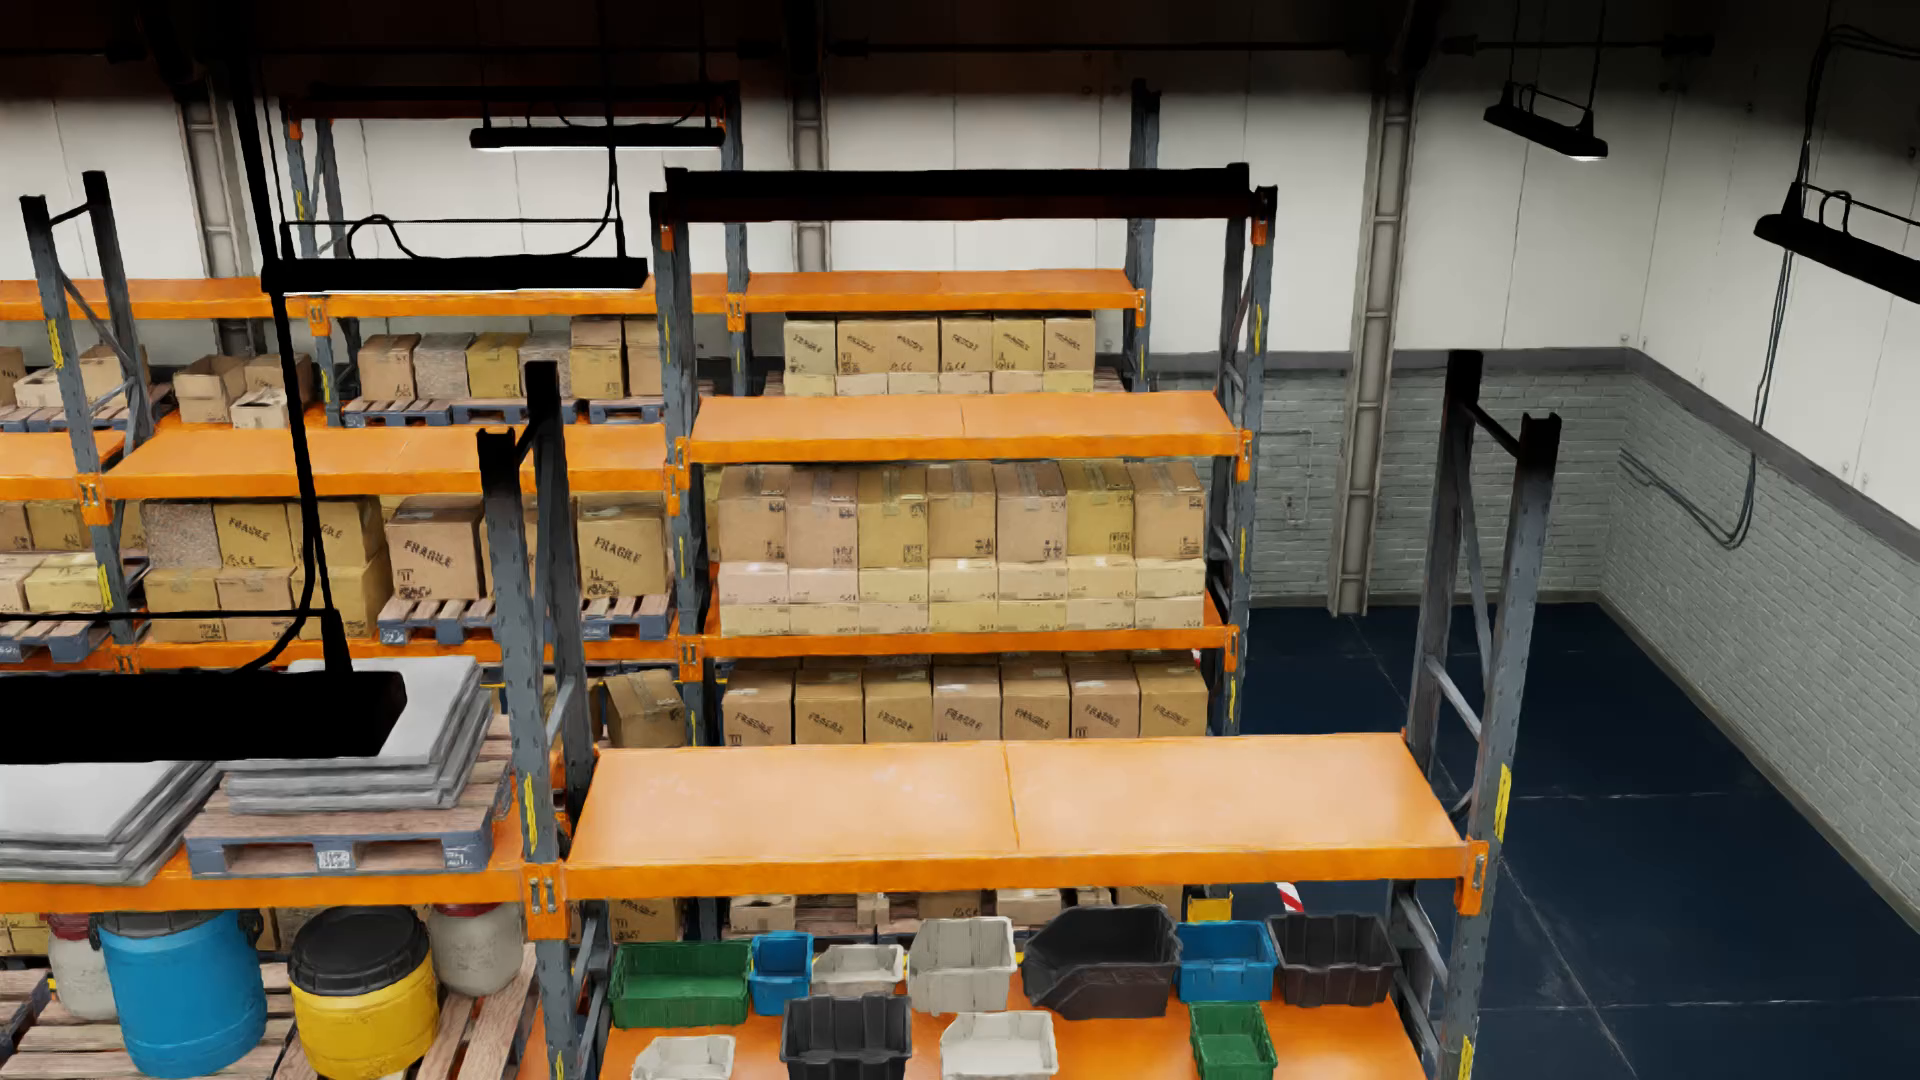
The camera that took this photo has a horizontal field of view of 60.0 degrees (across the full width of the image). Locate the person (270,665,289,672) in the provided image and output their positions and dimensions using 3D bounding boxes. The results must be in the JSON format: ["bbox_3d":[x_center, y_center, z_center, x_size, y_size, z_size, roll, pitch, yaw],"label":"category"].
[{"bbox_3d":[-6.345,1.293,15.716,1.115,1.641,0.547,-2,22,-4],"label":"person"}]
